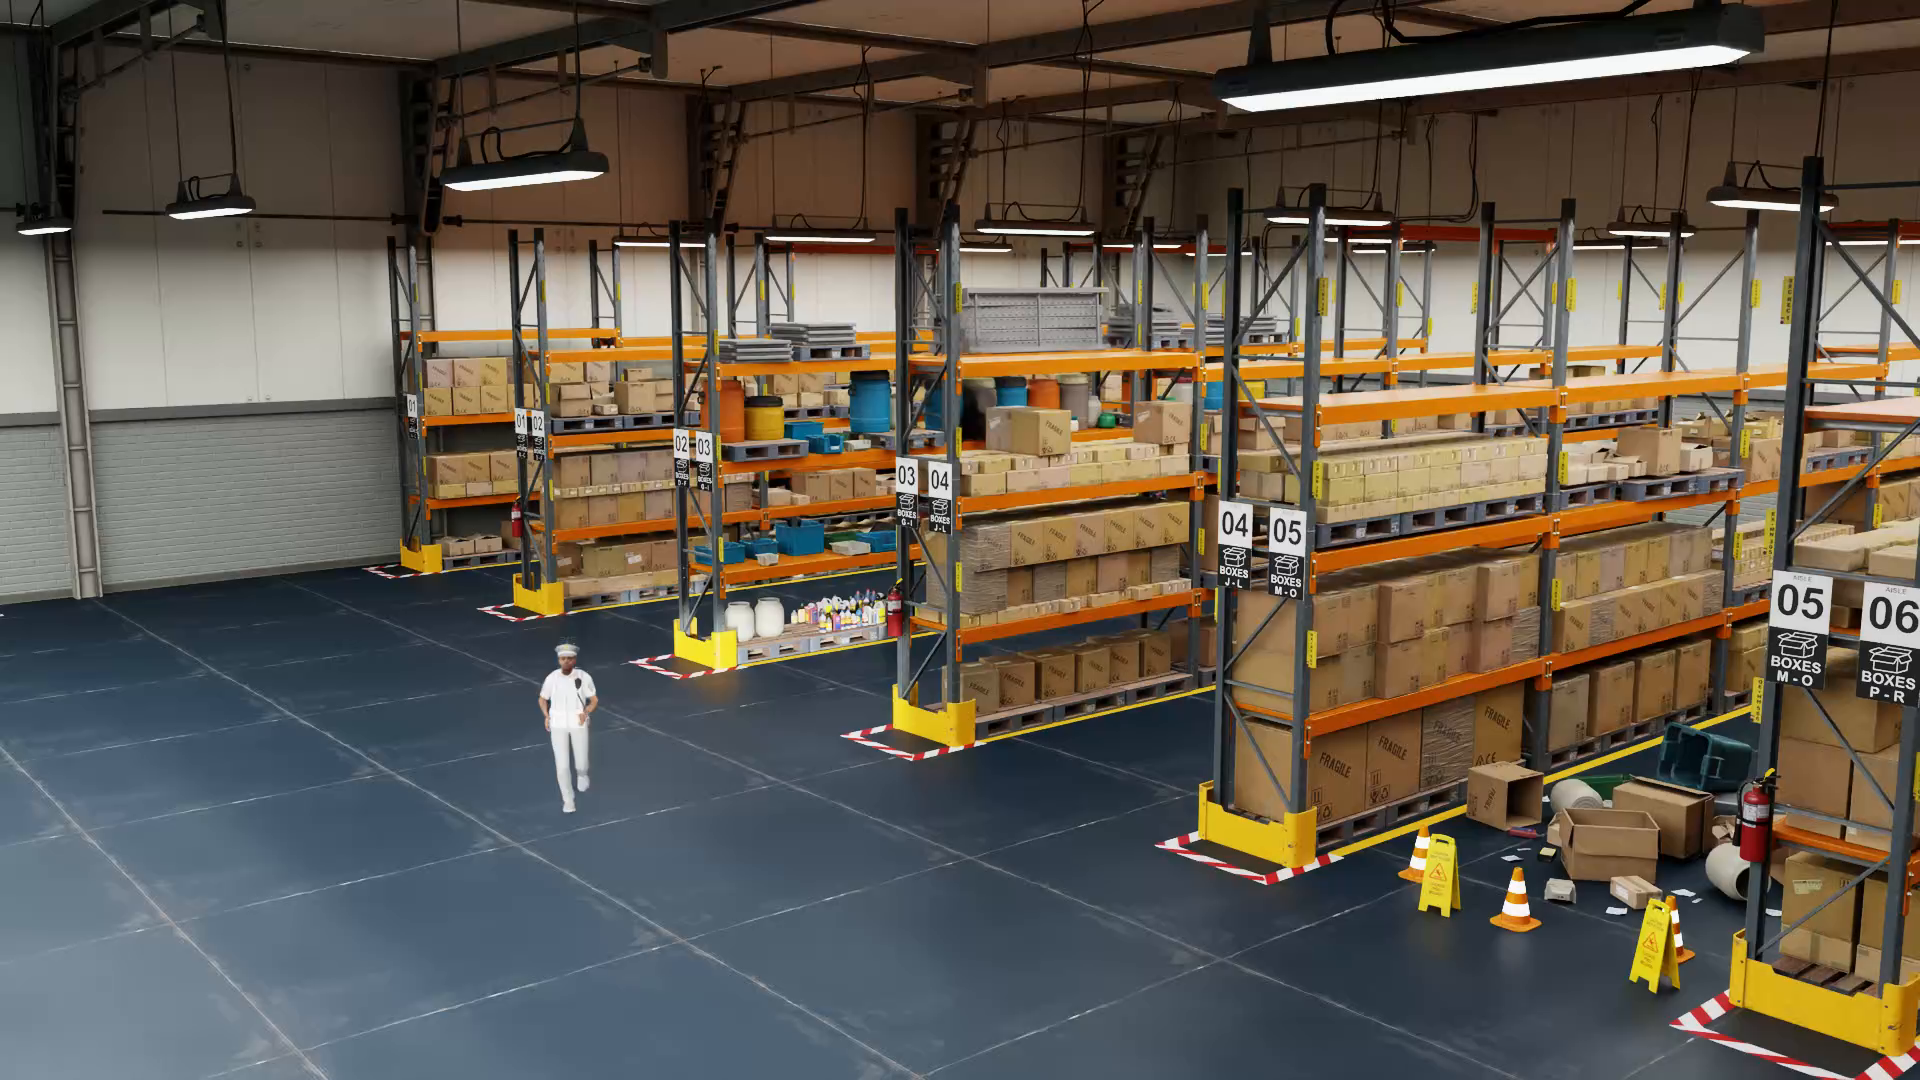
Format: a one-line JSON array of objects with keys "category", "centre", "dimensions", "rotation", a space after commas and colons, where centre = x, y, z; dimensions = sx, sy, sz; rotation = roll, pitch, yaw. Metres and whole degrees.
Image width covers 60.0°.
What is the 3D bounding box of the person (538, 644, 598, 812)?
[{"category": "person", "centre": [-3.887, 1.828, 16.502], "dimensions": [0.578, 1.653, 0.624], "rotation": [-1, 9, -9]}]
